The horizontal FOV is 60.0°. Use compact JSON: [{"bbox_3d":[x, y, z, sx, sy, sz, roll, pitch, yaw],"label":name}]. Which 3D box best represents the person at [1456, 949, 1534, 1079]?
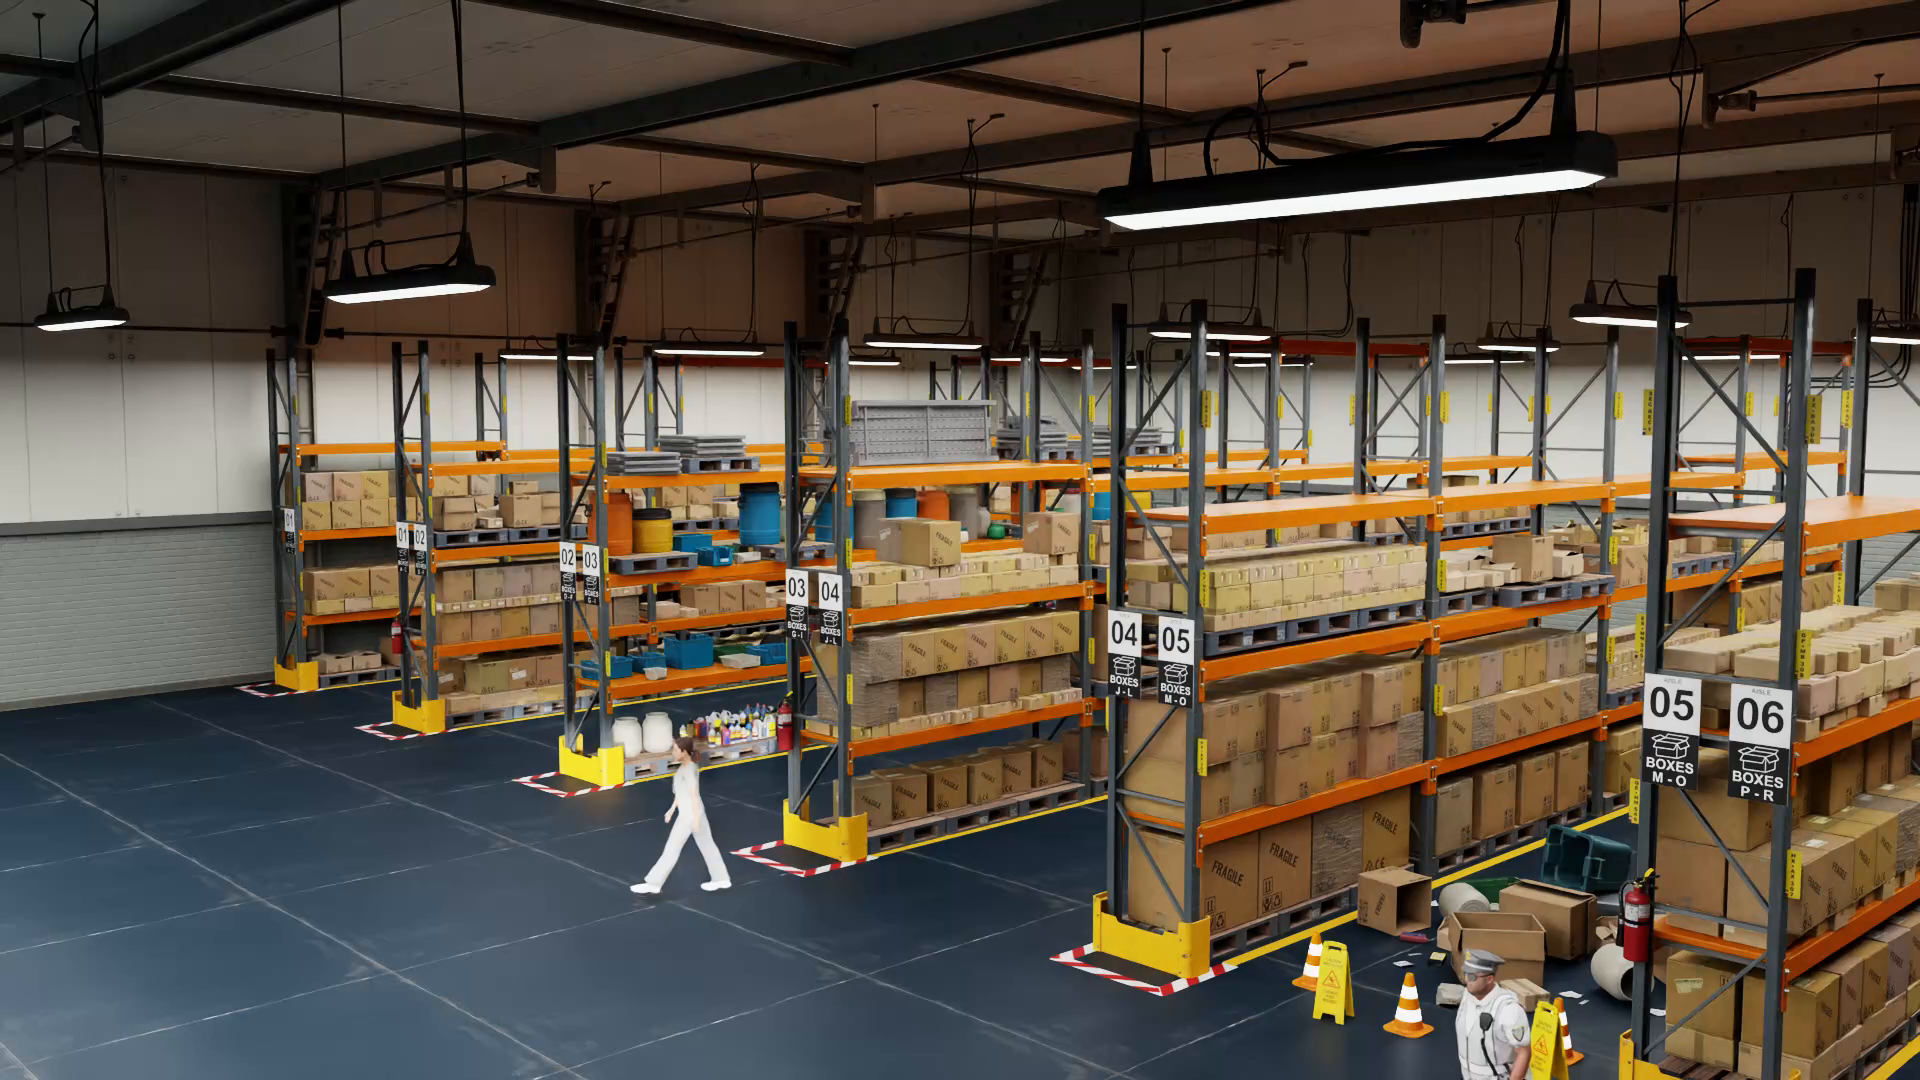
[{"bbox_3d":[3.446,3.405,10.459,0.660,1.733,0.596,-2,5,-22],"label":"person"}]

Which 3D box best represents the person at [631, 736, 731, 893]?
[{"bbox_3d":[-2.889,2.839,17.225,1.012,1.624,0.466,0,5,-4],"label":"person"}]
